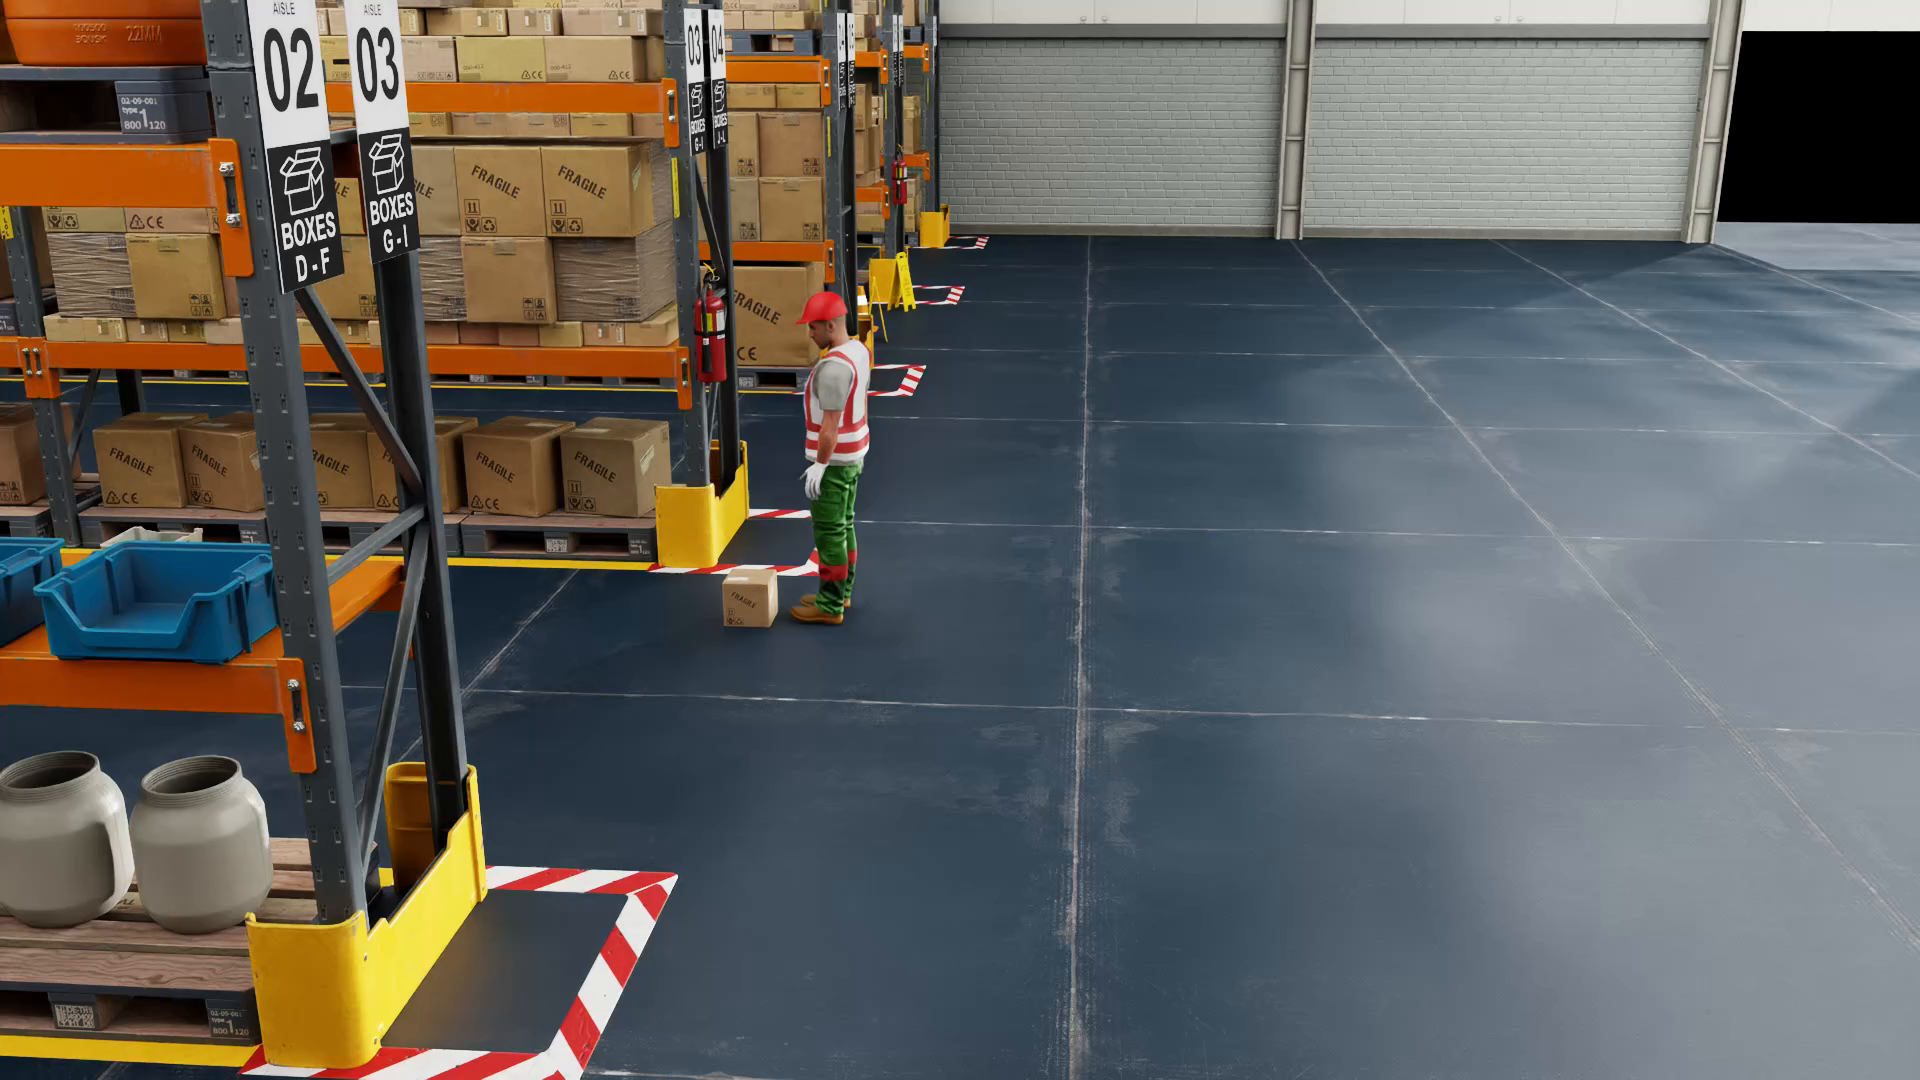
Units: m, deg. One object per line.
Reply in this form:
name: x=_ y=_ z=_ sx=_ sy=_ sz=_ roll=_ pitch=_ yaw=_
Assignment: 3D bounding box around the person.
person: x=-0.712 y=-0.428 z=8.820 sx=0.459 sy=1.792 sz=0.567 roll=4 pitch=18 yaw=12
